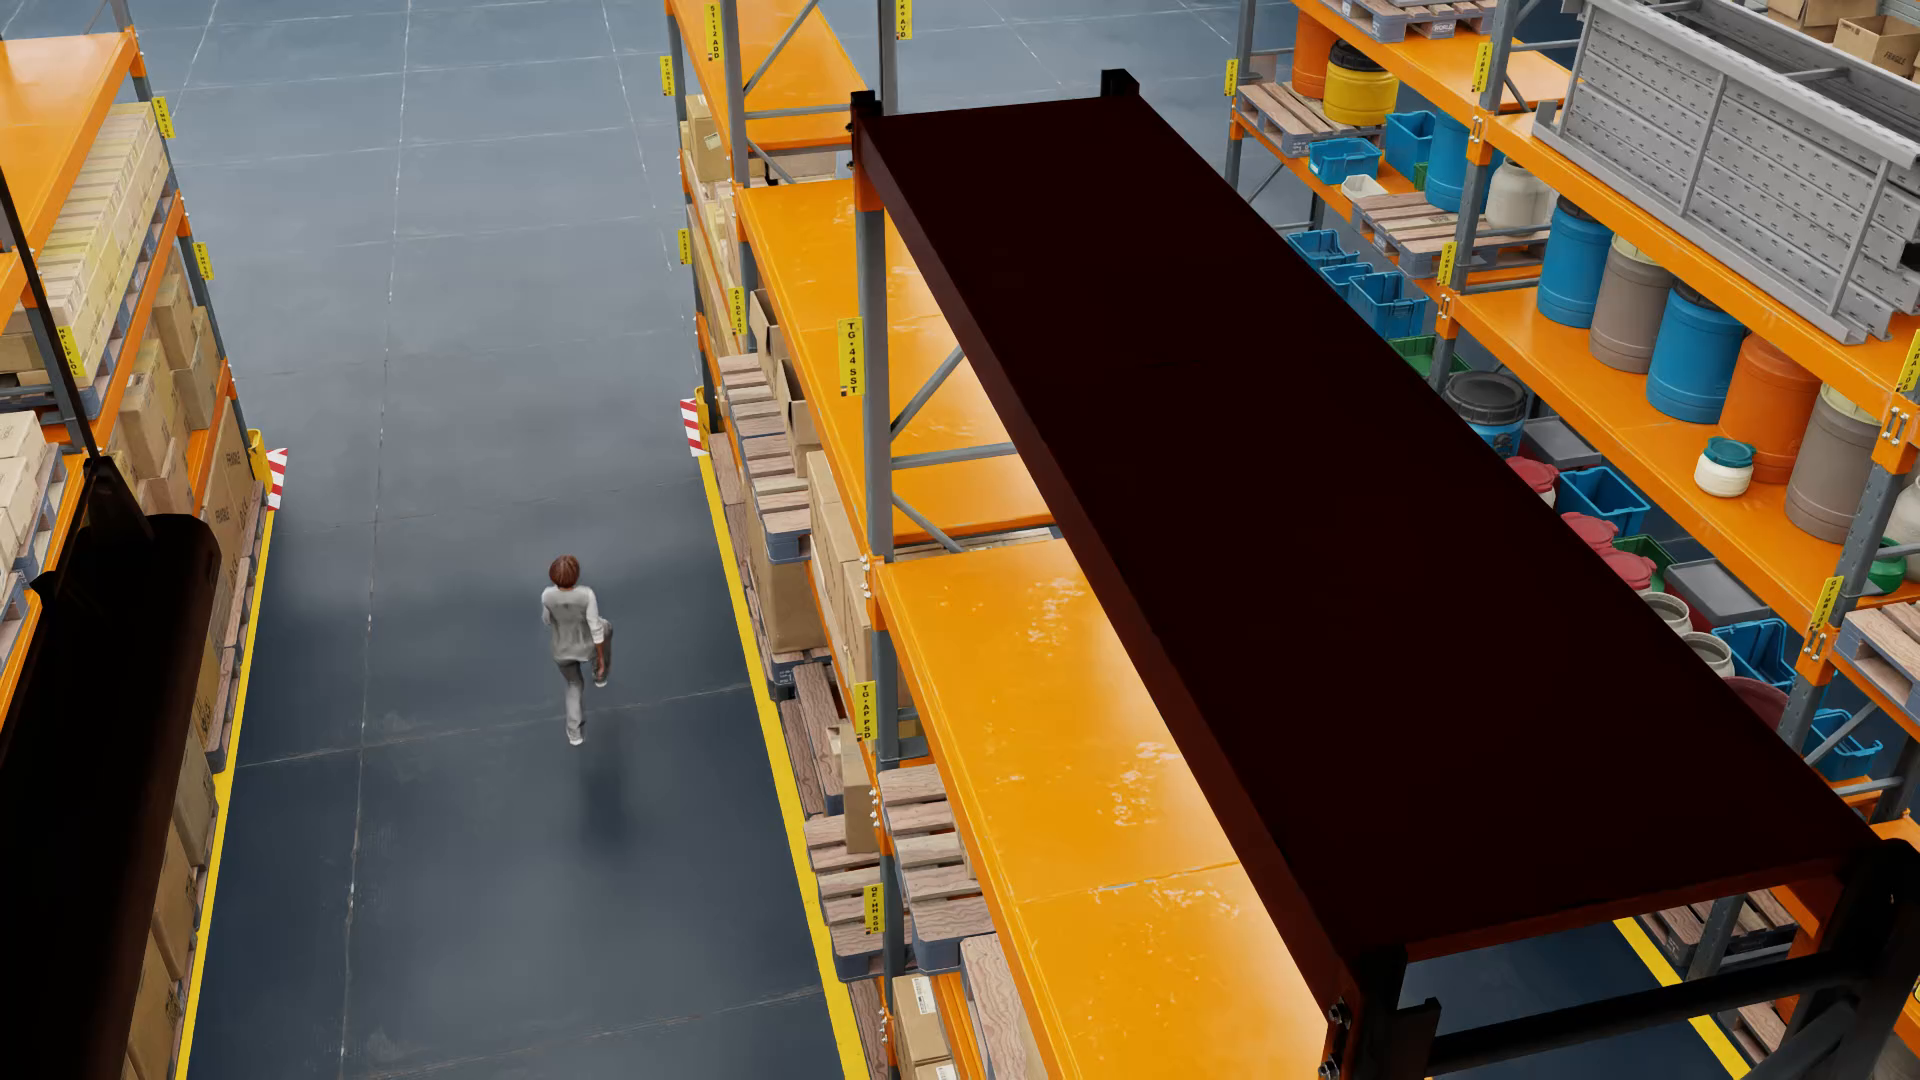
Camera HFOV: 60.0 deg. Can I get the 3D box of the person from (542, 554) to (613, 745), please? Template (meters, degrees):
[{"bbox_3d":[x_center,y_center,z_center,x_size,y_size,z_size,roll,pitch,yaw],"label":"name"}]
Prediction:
[{"bbox_3d":[-2.646,0.625,11.483,0.432,1.376,0.909,-2,34,-3],"label":"person"}]

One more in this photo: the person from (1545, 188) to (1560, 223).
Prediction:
[{"bbox_3d":[6.489,-3.917,18.209,0.564,1.768,0.527,7,35,10],"label":"person"}]
